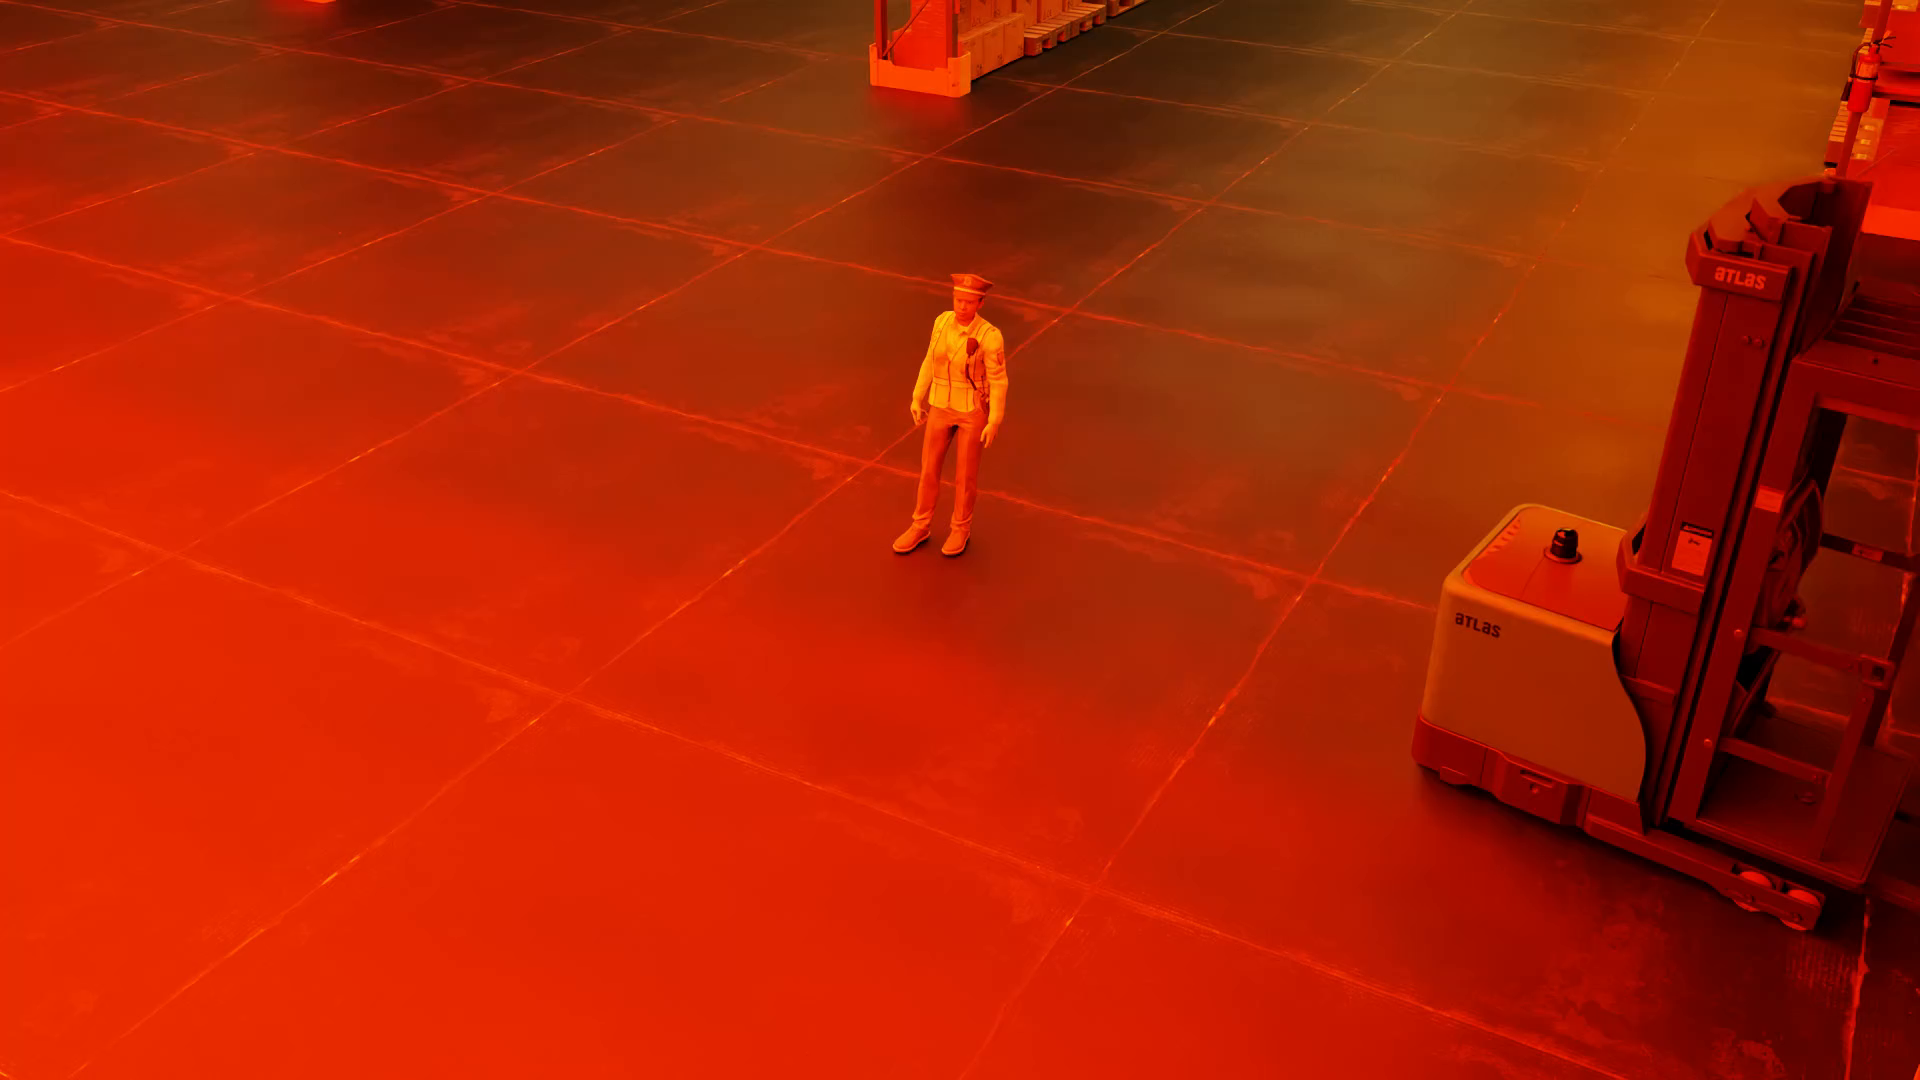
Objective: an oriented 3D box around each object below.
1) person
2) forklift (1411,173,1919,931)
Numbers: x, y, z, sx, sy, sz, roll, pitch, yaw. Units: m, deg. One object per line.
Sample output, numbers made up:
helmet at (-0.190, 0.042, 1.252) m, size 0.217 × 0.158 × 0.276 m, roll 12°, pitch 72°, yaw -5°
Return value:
person at (-0.039, -0.712, 9.527) m, size 0.588 × 1.695 × 0.531 m, roll 15°, pitch 33°, yaw 25°
forklift at (3.667, 0.096, 6.905) m, size 3.031 × 2.935 × 1.130 m, roll 21°, pitch 36°, yaw 32°
